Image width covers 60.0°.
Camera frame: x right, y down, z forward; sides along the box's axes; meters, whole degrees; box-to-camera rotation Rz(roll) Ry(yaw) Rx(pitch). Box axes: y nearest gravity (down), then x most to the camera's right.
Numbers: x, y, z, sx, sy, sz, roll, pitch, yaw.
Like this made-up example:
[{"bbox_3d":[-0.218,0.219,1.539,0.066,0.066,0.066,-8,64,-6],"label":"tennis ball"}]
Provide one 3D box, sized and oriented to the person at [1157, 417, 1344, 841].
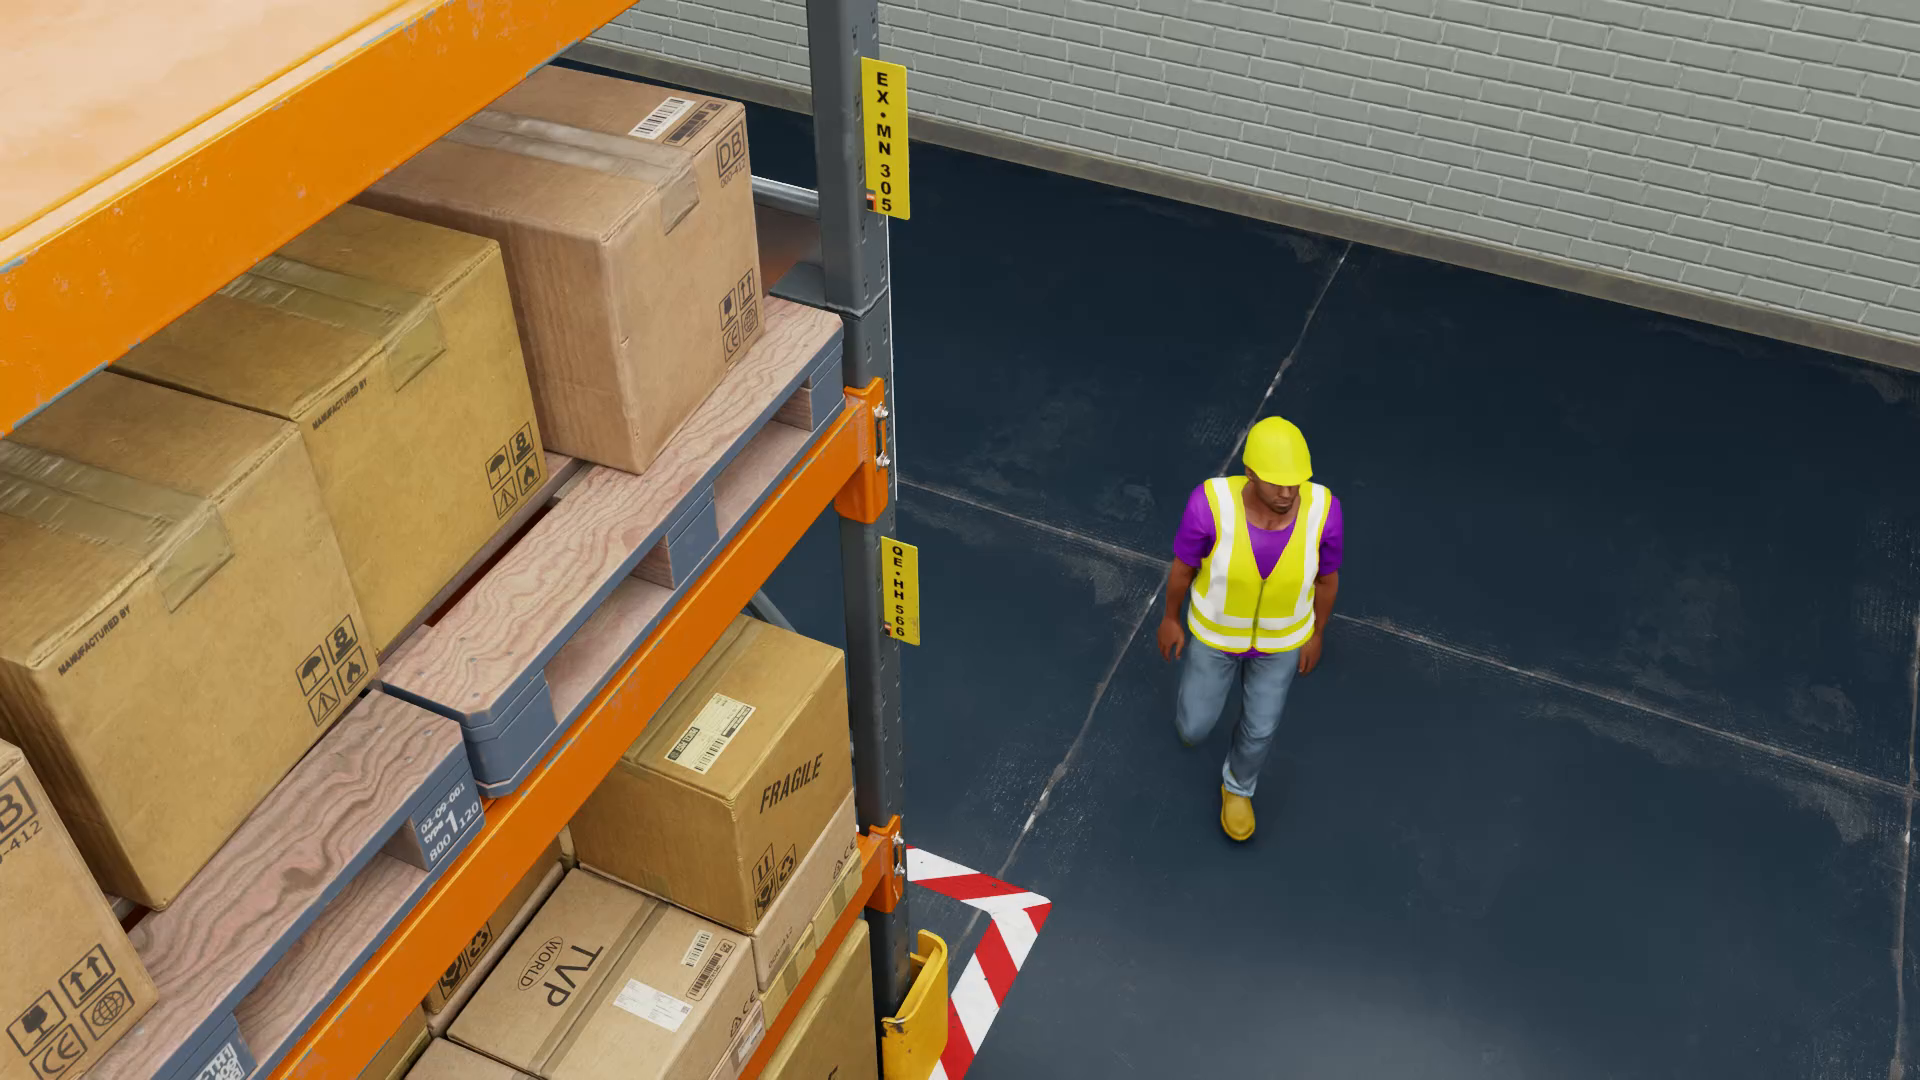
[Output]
[{"bbox_3d":[0.991,0.276,5.798,0.594,1.757,0.608,2,42,3],"label":"person"}]
